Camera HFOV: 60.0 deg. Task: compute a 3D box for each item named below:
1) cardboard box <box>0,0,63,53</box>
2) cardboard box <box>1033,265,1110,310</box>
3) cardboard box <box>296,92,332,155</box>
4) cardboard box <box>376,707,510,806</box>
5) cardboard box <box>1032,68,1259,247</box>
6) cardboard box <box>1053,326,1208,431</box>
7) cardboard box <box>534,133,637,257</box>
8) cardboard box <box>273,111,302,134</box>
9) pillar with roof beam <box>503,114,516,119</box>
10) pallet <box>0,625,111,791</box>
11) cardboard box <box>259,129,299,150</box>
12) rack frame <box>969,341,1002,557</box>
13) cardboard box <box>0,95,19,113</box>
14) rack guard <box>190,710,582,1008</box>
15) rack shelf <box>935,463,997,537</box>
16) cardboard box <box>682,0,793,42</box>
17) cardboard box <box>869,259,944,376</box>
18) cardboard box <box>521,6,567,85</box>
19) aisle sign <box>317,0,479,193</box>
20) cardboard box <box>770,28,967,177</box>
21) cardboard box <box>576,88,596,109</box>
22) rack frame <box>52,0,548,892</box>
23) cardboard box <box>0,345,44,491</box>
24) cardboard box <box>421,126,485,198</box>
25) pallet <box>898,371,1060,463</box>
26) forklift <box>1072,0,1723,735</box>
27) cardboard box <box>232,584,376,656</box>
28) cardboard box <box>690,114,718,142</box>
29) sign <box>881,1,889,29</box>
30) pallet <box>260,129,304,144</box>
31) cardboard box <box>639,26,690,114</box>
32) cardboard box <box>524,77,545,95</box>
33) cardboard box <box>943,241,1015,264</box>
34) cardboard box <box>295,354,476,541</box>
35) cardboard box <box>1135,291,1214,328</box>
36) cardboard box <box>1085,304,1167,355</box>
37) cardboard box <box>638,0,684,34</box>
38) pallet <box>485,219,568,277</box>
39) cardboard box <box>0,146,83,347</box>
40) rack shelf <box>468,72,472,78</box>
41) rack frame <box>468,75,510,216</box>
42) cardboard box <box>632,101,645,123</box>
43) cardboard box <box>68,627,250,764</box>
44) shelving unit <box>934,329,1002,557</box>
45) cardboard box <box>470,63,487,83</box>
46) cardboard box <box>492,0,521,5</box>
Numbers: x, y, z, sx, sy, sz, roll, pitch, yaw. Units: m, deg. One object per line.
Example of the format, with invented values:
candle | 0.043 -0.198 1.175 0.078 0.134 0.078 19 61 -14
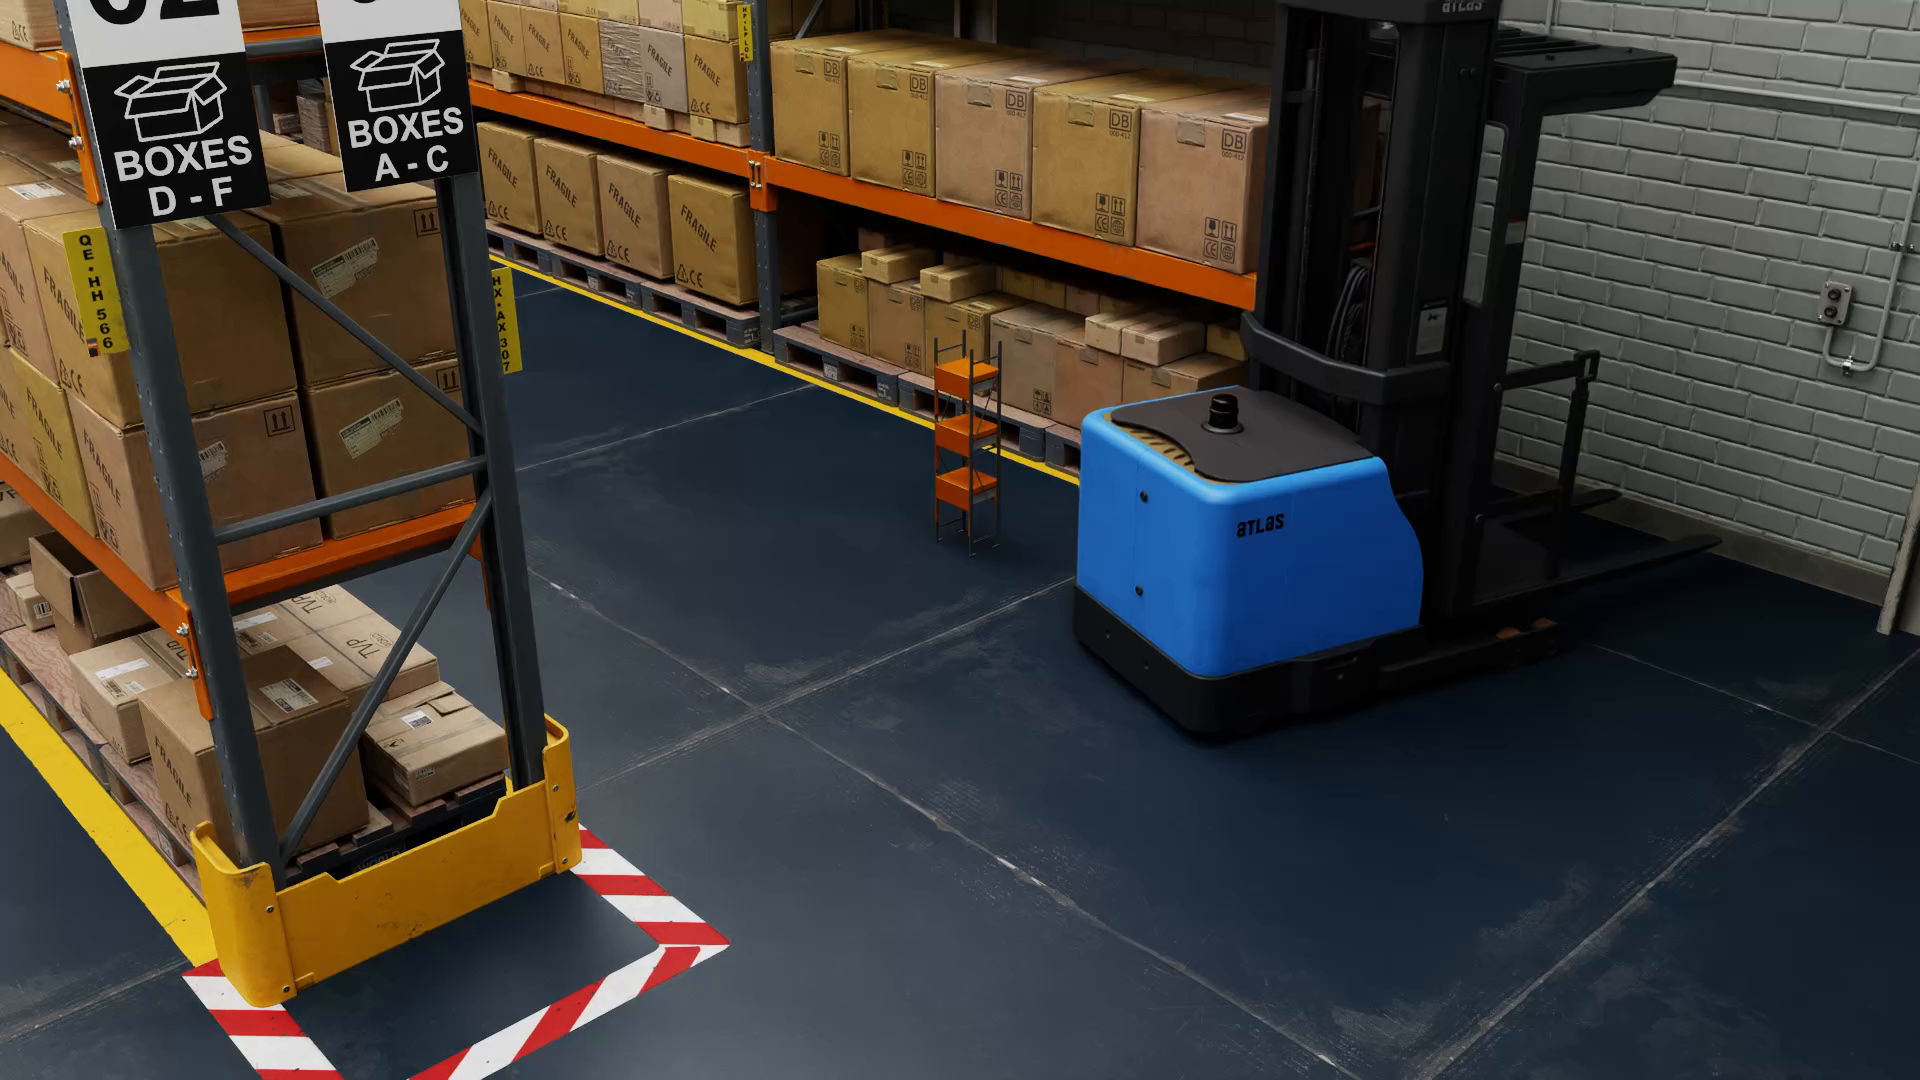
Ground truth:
cardboard box | -2.329 -1.490 4.468 0.500 0.250 0.500 -21 32 -38
cardboard box | 0.640 -1.454 9.547 0.380 0.149 0.250 -21 32 -38
cardboard box | -5.858 -3.999 15.883 0.700 0.500 0.500 -20 31 -37
cardboard box | -1.820 0.760 5.874 0.380 0.149 0.250 -21 32 -38
cardboard box | 0.967 -2.024 8.711 0.980 0.700 0.700 -22 32 -39
cardboard box | 0.935 -0.908 9.132 0.700 0.500 0.500 -21 32 -39
cardboard box | -2.639 -2.628 12.481 0.750 0.750 0.750 -21 32 -39
cardboard box | -6.761 -4.219 16.768 0.250 0.166 0.380 19 31 35
pillar with roof beam | -7.039 -6.090 10.757 9.100 9.000 0.400 -21 32 -38
pallet | -3.212 0.523 6.850 1.003 0.211 1.213 -21 32 -38
cardboard box | -2.597 -1.131 5.790 0.500 0.500 0.500 -21 32 -38
rack frame | 0.120 -0.424 7.916 0.200 1.050 0.008 -21 32 -38
cardboard box | -3.632 -1.590 6.797 0.500 0.500 0.500 -22 32 -39
rack guard | -1.837 1.002 5.451 1.175 0.500 0.348 -21 32 -38
rack shelf | 0.037 -0.199 8.116 0.215 0.259 0.240 -21 32 -38
cardboard box | -1.412 -3.331 10.530 0.500 0.250 0.500 -20 31 -37
cardboard box | -0.128 -1.376 10.157 0.700 0.500 0.500 -22 32 -39
cardboard box | -2.805 -3.601 12.026 0.500 0.500 0.500 -21 32 -39
aisle sign | -1.524 -1.358 4.480 0.394 0.787 0.004 -21 32 -38
cardboard box | -0.547 -2.698 10.189 0.980 0.700 0.700 -21 32 -38
cardboard box | -2.527 -3.210 11.951 0.380 0.149 0.250 -21 32 -38
rack frame | -1.785 -0.112 4.882 1.000 3.000 0.127 -21 32 -38
cardboard box | -2.984 -0.525 5.667 0.500 0.500 0.500 -21 32 -38
cardboard box | -4.170 -3.209 14.151 0.700 0.500 0.500 -21 32 -38
pallet | 0.395 -0.840 9.836 1.003 0.211 1.213 -21 32 -38
forklift | 2.038 -0.978 6.862 3.031 2.935 1.130 -12 27 -24
cardboard box | -2.633 0.390 6.563 0.500 0.250 0.500 -21 32 -38
cardboard box | -1.533 -2.717 10.871 0.380 0.149 0.250 -21 32 -38
sign | -0.502 -3.318 10.771 0.100 0.325 0.005 -21 32 -38
pallet | -6.858 -4.079 16.937 1.003 0.211 1.213 -21 32 -38
cardboard box | -1.761 -3.141 11.017 0.500 0.500 0.500 -21 32 -38
cardboard box | -3.036 -3.447 12.471 0.380 0.149 0.250 -22 32 -39
cardboard box | 0.119 -1.685 10.055 0.380 0.149 0.250 -23 33 -40
cardboard box | -1.896 -0.367 5.320 0.500 0.500 0.500 -20 32 -37
cardboard box | 1.161 -1.223 9.042 0.380 0.149 0.250 -21 32 -38
cardboard box | 0.881 -1.116 8.806 0.380 0.149 0.250 -20 31 -37
cardboard box | -1.754 -3.488 10.876 0.500 0.250 0.500 -20 31 -37
pallet | -3.156 -2.414 13.286 1.003 0.211 1.213 -21 32 -38
cardboard box | -2.994 -0.978 5.455 0.500 0.500 0.500 -20 31 -37
rack shelf | -5.007 -4.221 14.755 1.077 0.370 4.000 -21 32 -38
rack frame | -3.640 -3.942 13.278 1.000 3.000 0.127 -21 32 -38
cardboard box | -2.019 -2.965 11.413 0.380 0.149 0.250 -21 32 -38
cardboard box | -2.964 0.547 6.219 0.500 0.250 0.500 -21 32 -38
shelving unit | 0.037 -0.461 7.997 0.215 1.050 0.252 -21 32 -38
cardboard box | -3.584 -3.672 12.963 0.380 0.149 0.250 -22 32 -39
cardboard box | -3.150 -4.100 12.217 0.500 0.250 0.500 -22 32 -39
